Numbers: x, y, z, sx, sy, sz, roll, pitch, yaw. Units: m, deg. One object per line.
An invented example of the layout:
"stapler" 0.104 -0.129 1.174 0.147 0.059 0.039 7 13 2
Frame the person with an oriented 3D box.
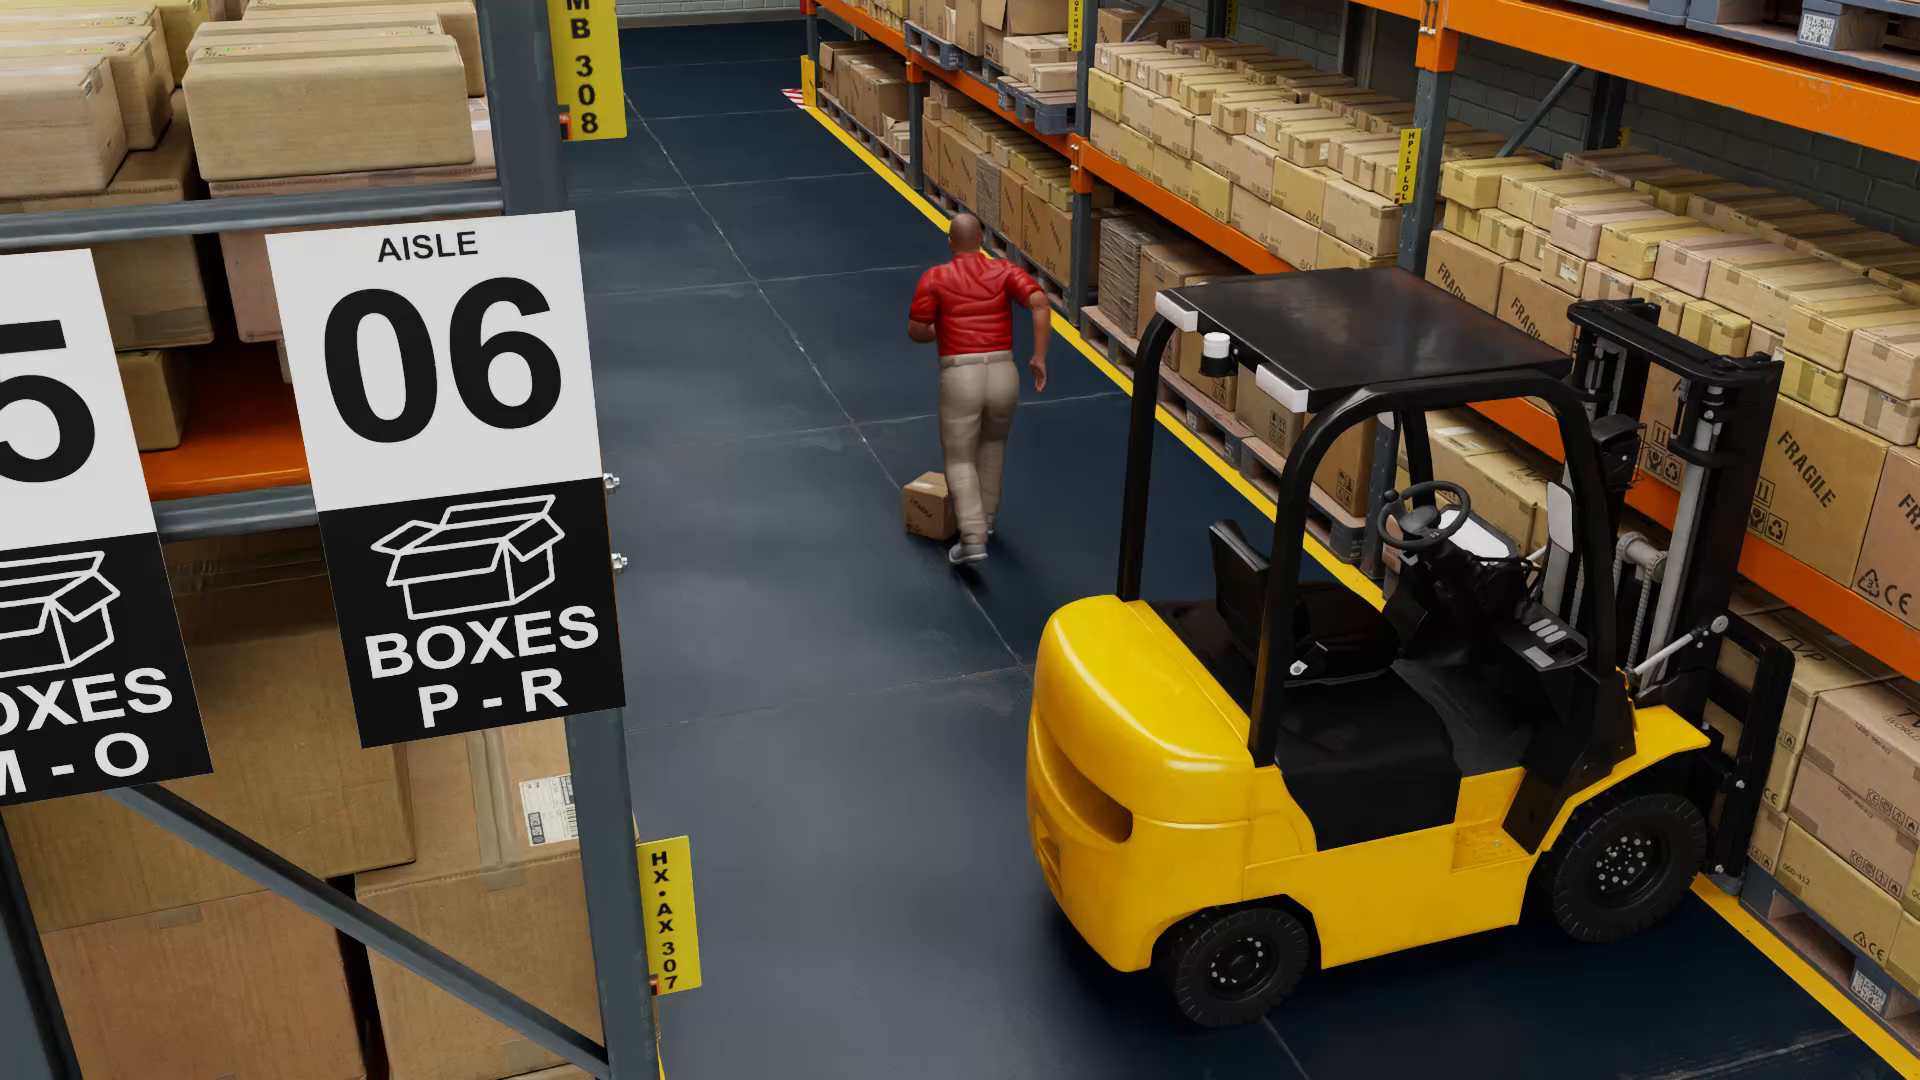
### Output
"person" 0.097 -0.730 8.217 0.647 1.671 0.951 -8 27 -16
